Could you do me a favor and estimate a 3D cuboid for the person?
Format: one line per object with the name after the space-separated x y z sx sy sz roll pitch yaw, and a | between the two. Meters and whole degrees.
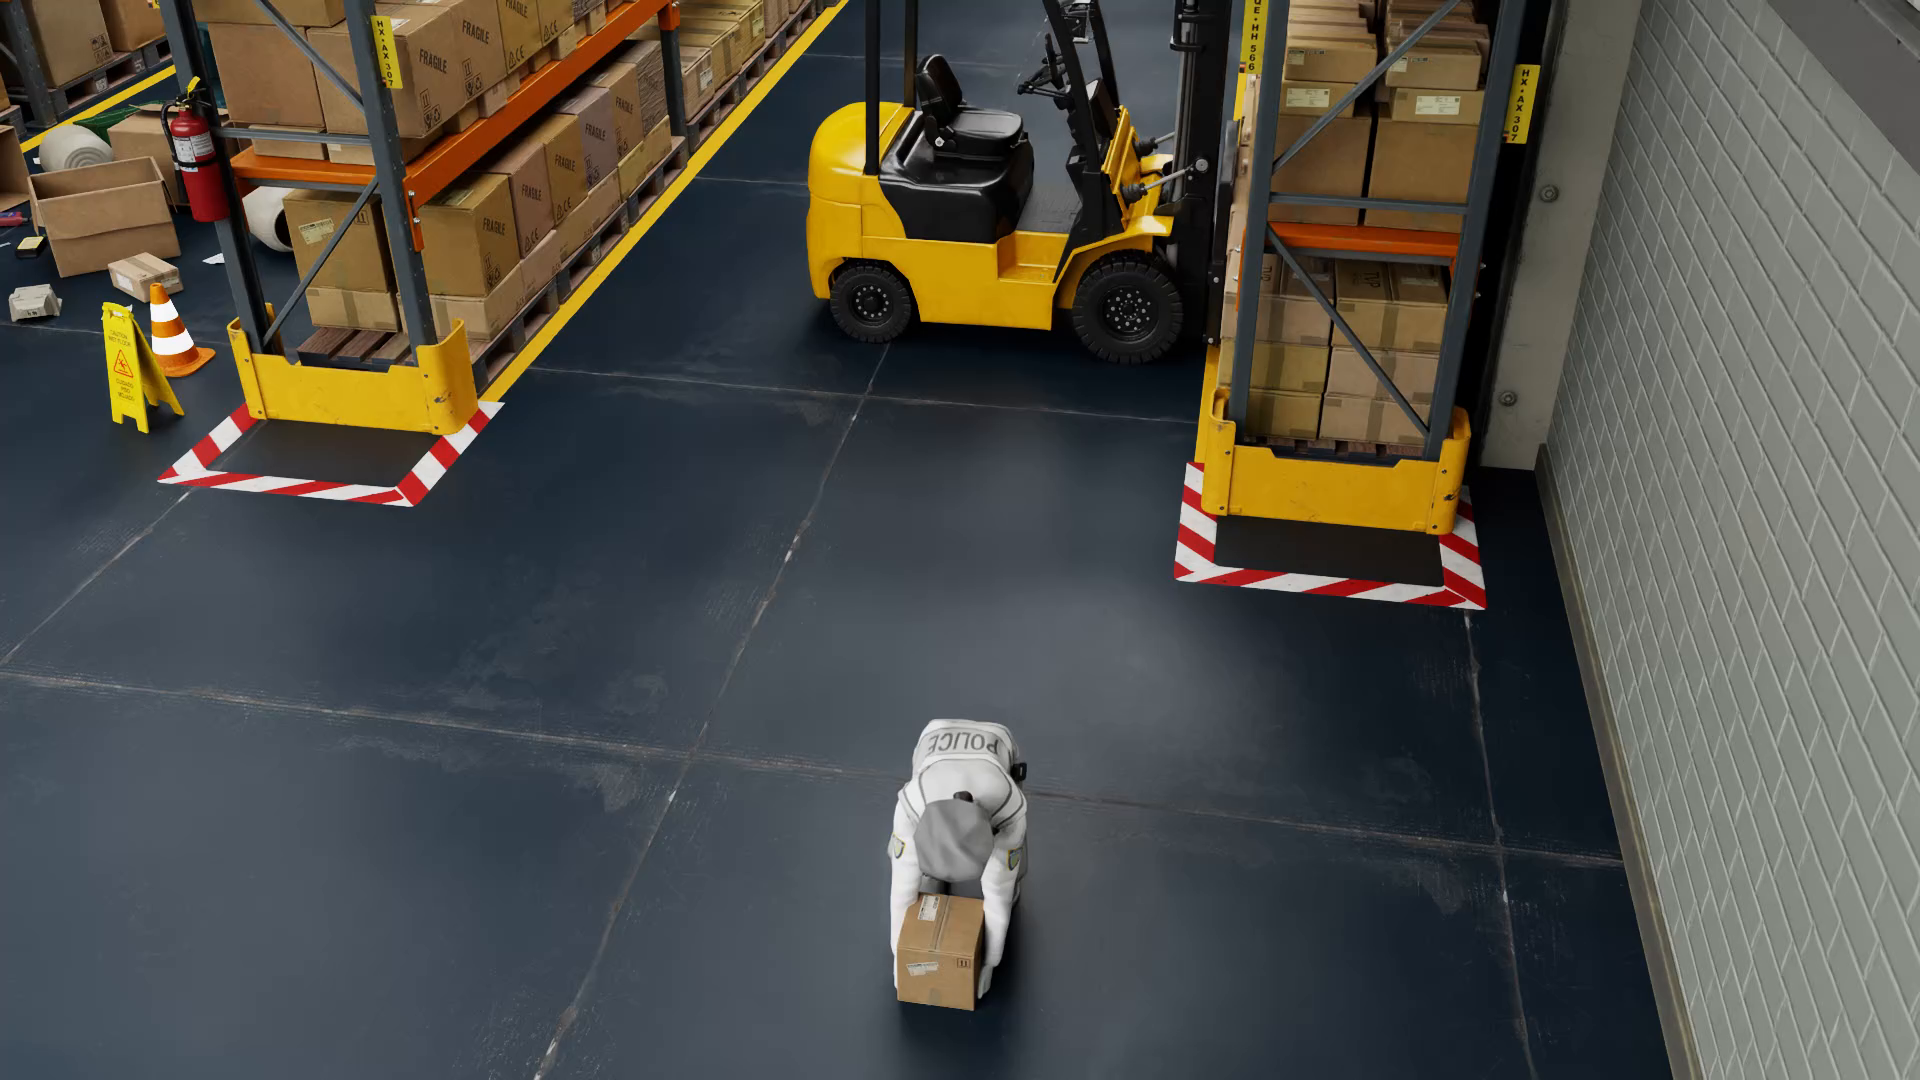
0.003 0.980 5.483 0.460 0.838 0.894 5 33 7 | person
